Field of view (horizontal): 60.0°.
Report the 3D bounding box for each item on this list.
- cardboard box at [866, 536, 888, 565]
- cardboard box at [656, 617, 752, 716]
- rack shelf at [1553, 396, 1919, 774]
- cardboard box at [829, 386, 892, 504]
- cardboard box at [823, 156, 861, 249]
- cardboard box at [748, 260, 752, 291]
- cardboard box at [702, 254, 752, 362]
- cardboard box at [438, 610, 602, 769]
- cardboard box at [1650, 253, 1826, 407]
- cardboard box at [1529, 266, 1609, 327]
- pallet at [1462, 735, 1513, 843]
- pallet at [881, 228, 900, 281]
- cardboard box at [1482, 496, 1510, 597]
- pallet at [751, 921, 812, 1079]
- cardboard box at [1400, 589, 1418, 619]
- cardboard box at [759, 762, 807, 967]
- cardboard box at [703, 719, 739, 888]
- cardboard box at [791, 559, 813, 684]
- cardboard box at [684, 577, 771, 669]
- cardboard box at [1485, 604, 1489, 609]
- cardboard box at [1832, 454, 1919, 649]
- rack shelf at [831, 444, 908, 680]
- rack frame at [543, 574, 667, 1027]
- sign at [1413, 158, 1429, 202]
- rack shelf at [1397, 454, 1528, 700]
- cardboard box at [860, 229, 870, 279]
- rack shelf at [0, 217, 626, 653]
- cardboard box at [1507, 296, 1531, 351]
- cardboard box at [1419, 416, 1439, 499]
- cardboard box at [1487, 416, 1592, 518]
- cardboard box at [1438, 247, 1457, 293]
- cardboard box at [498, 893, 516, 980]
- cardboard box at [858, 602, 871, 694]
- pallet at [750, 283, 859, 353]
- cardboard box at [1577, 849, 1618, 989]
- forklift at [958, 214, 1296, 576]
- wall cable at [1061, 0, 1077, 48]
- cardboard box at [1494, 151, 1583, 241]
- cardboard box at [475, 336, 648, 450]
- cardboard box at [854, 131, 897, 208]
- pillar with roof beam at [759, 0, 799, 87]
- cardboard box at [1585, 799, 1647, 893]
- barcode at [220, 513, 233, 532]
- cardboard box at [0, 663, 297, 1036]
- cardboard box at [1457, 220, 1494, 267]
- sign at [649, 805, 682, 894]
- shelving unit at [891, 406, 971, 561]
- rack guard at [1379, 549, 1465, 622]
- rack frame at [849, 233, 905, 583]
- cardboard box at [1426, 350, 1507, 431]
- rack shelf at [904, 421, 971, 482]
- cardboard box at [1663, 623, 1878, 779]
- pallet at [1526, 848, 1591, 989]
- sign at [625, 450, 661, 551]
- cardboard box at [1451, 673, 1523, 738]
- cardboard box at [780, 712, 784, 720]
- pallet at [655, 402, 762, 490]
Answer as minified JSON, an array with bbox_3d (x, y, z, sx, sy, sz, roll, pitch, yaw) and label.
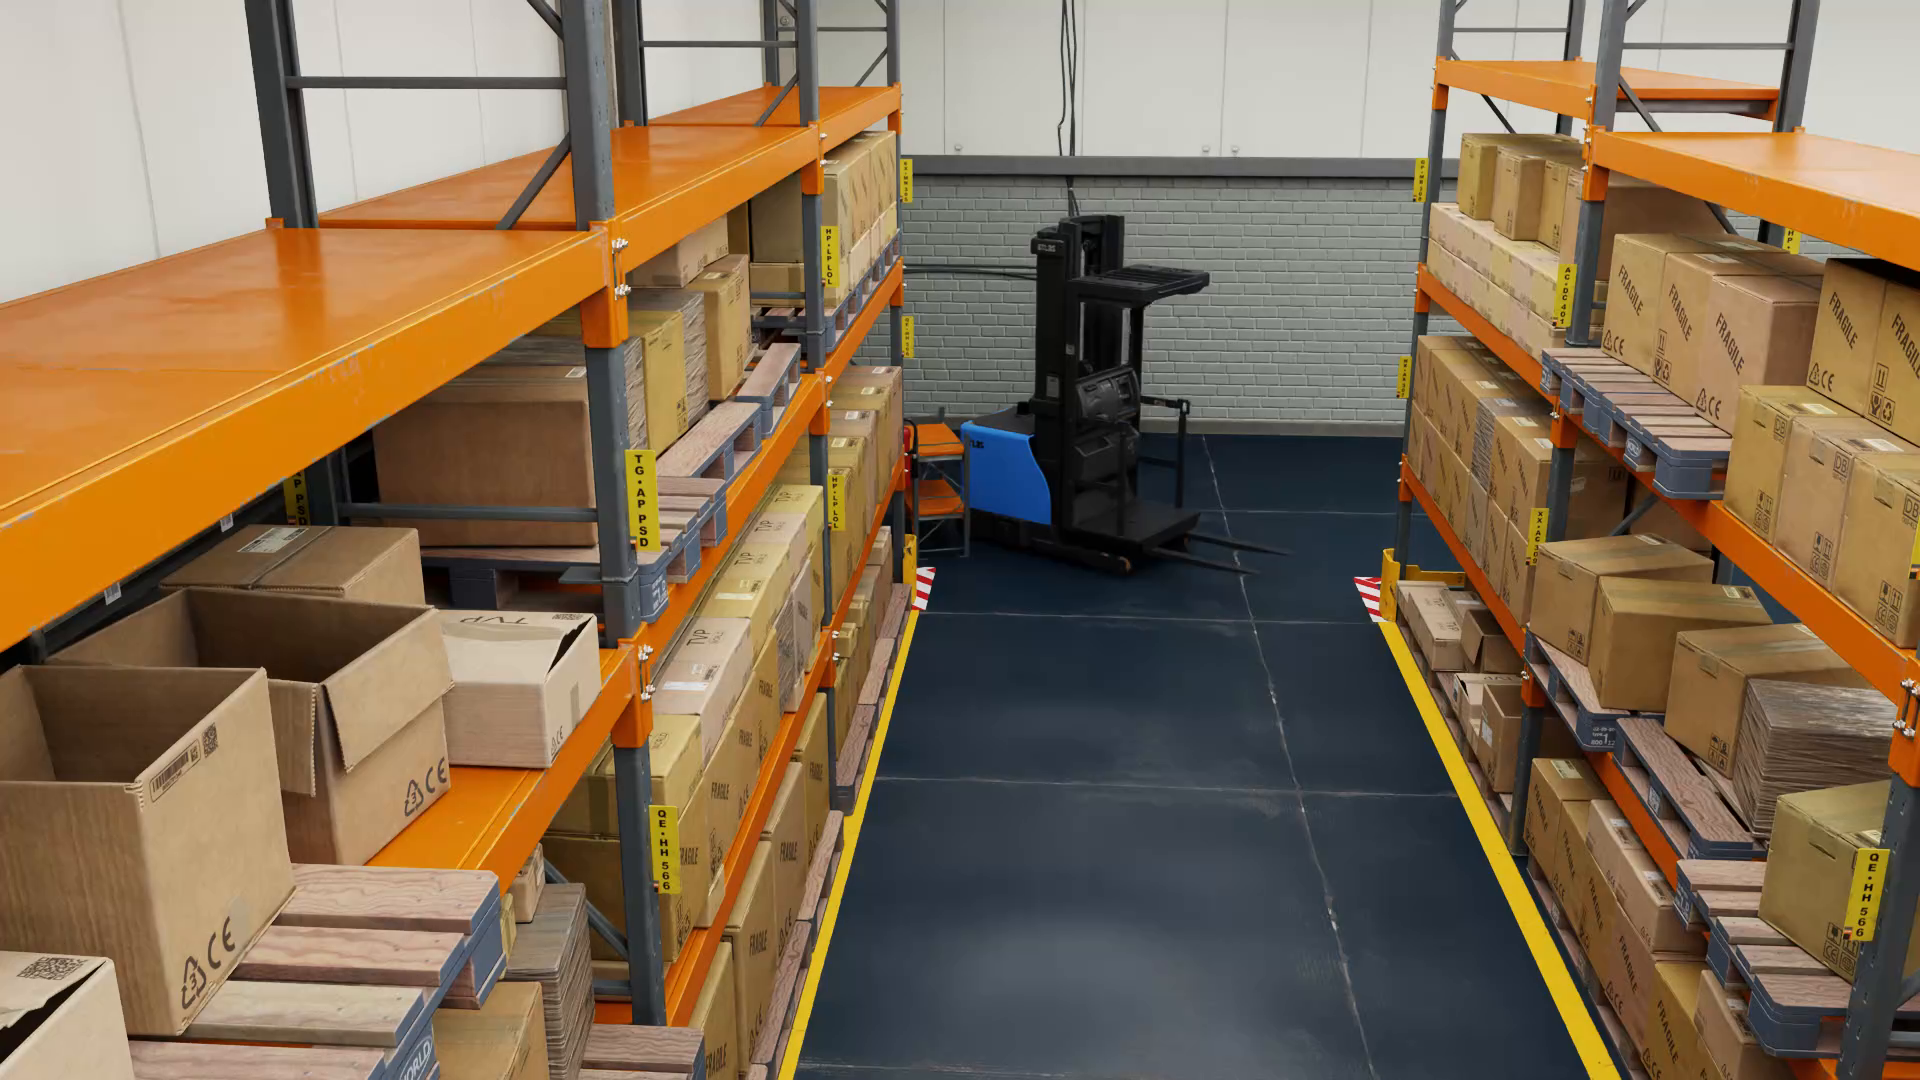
[{"bbox_3d":[-0.749,0.076,12.499,0.380,0.149,0.250,2,18,5],"label":"cardboard box"},{"bbox_3d":[-1.168,0.525,6.955,0.500,0.250,0.500,1,18,4],"label":"cardboard box"},{"bbox_3d":[3.557,-0.058,6.947,1.077,0.370,4.000,1,18,4],"label":"rack shelf"},{"bbox_3d":[-1.021,-0.705,12.102,0.980,0.700,0.700,1,18,3],"label":"cardboard box"},{"bbox_3d":[-0.879,-2.037,10.035,0.500,0.500,0.500,1,18,3],"label":"cardboard box"},{"bbox_3d":[-1.425,-1.524,9.672,0.500,0.250,0.500,1,18,4],"label":"cardboard box"},{"bbox_3d":[-1.413,-1.116,8.154,0.700,0.500,0.500,0,18,1],"label":"cardboard box"},{"bbox_3d":[-1.309,0.375,4.583,0.500,0.311,0.500,1,18,4],"label":"cardboard box"},{"bbox_3d":[3.566,-0.953,7.527,0.600,0.600,0.600,1,18,3],"label":"cardboard box"},{"bbox_3d":[3.465,-1.344,9.156,0.500,0.250,0.500,1,18,4],"label":"cardboard box"},{"bbox_3d":[3.751,1.517,10.283,1.003,0.211,1.213,1,18,4],"label":"pallet"},{"bbox_3d":[-0.996,-2.100,12.166,1.003,0.211,1.213,1,18,4],"label":"pallet"},{"bbox_3d":[3.516,0.036,10.162,0.500,0.500,0.500,2,18,5],"label":"cardboard box"},{"bbox_3d":[-1.305,2.242,8.070,1.003,0.211,1.213,1,18,4],"label":"pallet"},{"bbox_3d":[3.597,0.500,12.751,0.380,0.166,0.250,1,18,4],"label":"cardboard box"},{"bbox_3d":[-1.218,1.598,8.334,0.750,0.750,0.750,2,18,6],"label":"cardboard box"},{"bbox_3d":[-1.190,1.032,6.614,0.500,0.500,0.500,2,18,6],"label":"cardboard box"},{"bbox_3d":[-1.049,0.404,8.528,0.500,0.500,0.500,1,18,4],"label":"cardboard box"},{"bbox_3d":[-1.137,0.367,7.439,0.500,0.250,0.500,1,18,3],"label":"cardboard box"},{"bbox_3d":[4.076,0.598,12.452,0.380,0.166,0.250,1,18,4],"label":"cardboard box"},{"bbox_3d":[3.412,0.038,5.340,0.910,0.500,0.500,1,18,4],"label":"cardboard box"},{"bbox_3d":[-1.097,0.016,11.540,1.077,0.370,4.000,1,18,4],"label":"rack shelf"},{"bbox_3d":[-1.527,1.538,5.740,1.000,3.000,0.127,1,18,4],"label":"rack frame"},{"bbox_3d":[3.446,-2.691,12.423,0.100,0.325,0.005,1,18,4],"label":"sign"},{"bbox_3d":[3.844,0.125,11.206,1.077,0.370,4.000,1,18,4],"label":"rack shelf"},{"bbox_3d":[-0.848,-1.832,10.613,0.500,0.250,0.500,1,18,2],"label":"cardboard box"},{"bbox_3d":[-1.670,-0.160,3.085,1.077,0.370,4.000,1,18,4],"label":"rack shelf"},{"bbox_3d":[3.517,-1.262,9.706,0.500,0.250,0.500,1,18,4],"label":"cardboard box"},{"bbox_3d":[3.661,-0.593,12.082,0.500,0.500,0.500,1,18,3],"label":"cardboard box"},{"bbox_3d":[3.513,-0.440,10.009,0.500,0.500,0.500,1,18,3],"label":"cardboard box"},{"bbox_3d":[3.648,-1.883,11.603,0.500,0.250,0.500,1,18,4],"label":"cardboard box"},{"bbox_3d":[-1.530,1.181,4.920,0.380,0.149,0.250,-2,18,-5],"label":"cardboard box"},{"bbox_3d":[-1.006,0.738,11.520,0.700,0.500,0.500,2,18,5],"label":"cardboard box"},{"bbox_3d":[-1.171,-1.342,9.853,1.003,0.211,1.213,1,18,4],"label":"pallet"},{"bbox_3d":[3.353,1.849,8.097,0.500,0.500,0.500,2,18,5],"label":"cardboard box"},{"bbox_3d":[1.461,-1.267,14.410,3.031,2.935,1.130,13,22,35],"label":"forklift"},{"bbox_3d":[2.507,-6.411,17.238,3.097,2.526,0.112,1,18,4],"label":"wall cable"},{"bbox_3d":[3.789,-2.162,10.446,0.700,0.500,0.500,1,18,4],"label":"cardboard box"},{"bbox_3d":[-1.564,-0.462,6.159,0.700,0.500,0.500,0,18,1],"label":"cardboard box"},{"bbox_3d":[-0.734,-2.671,11.969,0.500,0.500,0.500,1,18,4],"label":"cardboard box"},{"bbox_3d":[2.671,-4.560,14.714,9.100,9.000,0.400,1,18,4],"label":"pillar with roof beam"},{"bbox_3d":[3.351,1.482,8.012,0.500,0.250,0.500,1,18,4],"label":"cardboard box"},{"bbox_3d":[-2.139,-0.064,4.847,0.001,0.075,0.075,1,18,4],"label":"barcode"},{"bbox_3d":[-1.606,0.556,3.083,0.500,0.500,0.500,1,18,2],"label":"cardboard box"},{"bbox_3d":[3.619,-1.965,11.051,0.500,0.250,0.500,1,18,4],"label":"cardboard box"},{"bbox_3d":[-0.985,1.034,5.544,0.100,0.325,0.005,1,18,4],"label":"sign"},{"bbox_3d":[-0.279,-0.527,15.052,0.538,1.125,1.048,-4,19,-12],"label":"shelving unit"},{"bbox_3d":[3.982,0.374,13.306,1.175,0.500,0.348,1,18,4],"label":"rack guard"},{"bbox_3d":[-0.954,-0.947,13.323,1.000,3.000,0.127,1,18,4],"label":"rack frame"},{"bbox_3d":[3.663,-1.066,11.919,0.500,0.500,0.500,1,18,4],"label":"cardboard box"},{"bbox_3d":[-0.279,-0.805,14.961,0.538,0.278,1.000,-4,19,-12],"label":"rack shelf"},{"bbox_3d":[3.636,0.708,7.438,0.700,0.500,0.500,-3,18,-10],"label":"cardboard box"},{"bbox_3d":[3.680,1.983,8.859,1.003,0.211,1.213,1,18,4],"label":"pallet"},{"bbox_3d":[-0.986,-0.121,5.154,0.100,0.325,0.005,1,18,4],"label":"sign"},{"bbox_3d":[3.513,1.057,10.818,0.500,0.311,0.500,1,18,4],"label":"cardboard box"},{"bbox_3d":[-1.084,0.833,8.263,0.380,0.149,0.250,1,18,4],"label":"cardboard box"},{"bbox_3d":[-1.457,-0.347,6.977,1.003,0.211,1.213,2,18,6],"label":"pallet"}]
